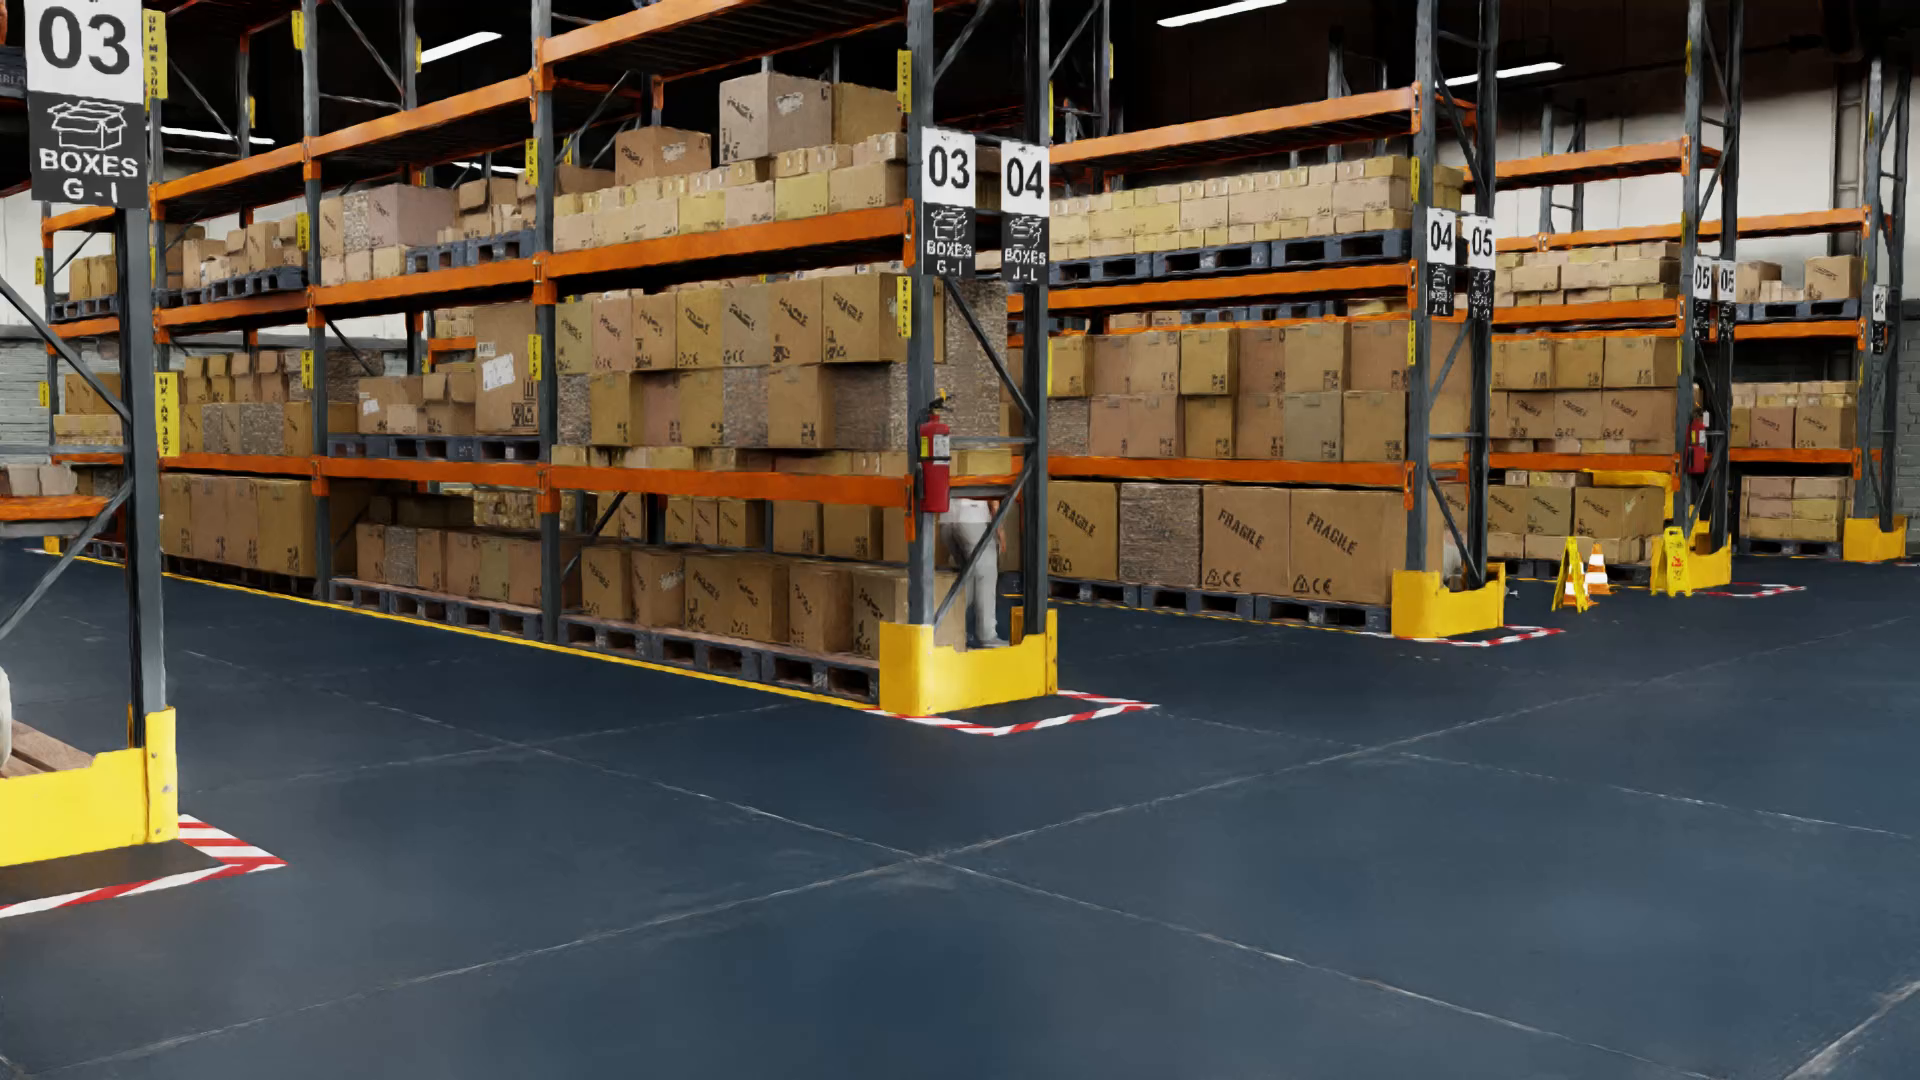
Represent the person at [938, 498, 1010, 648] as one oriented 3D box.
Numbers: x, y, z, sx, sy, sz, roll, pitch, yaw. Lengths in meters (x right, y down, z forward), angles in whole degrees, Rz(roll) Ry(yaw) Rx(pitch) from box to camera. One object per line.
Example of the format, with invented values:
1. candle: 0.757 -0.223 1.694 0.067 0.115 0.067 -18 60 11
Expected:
1. person: 0.096 -0.040 11.916 0.401 1.615 0.600 -3 5 -35
